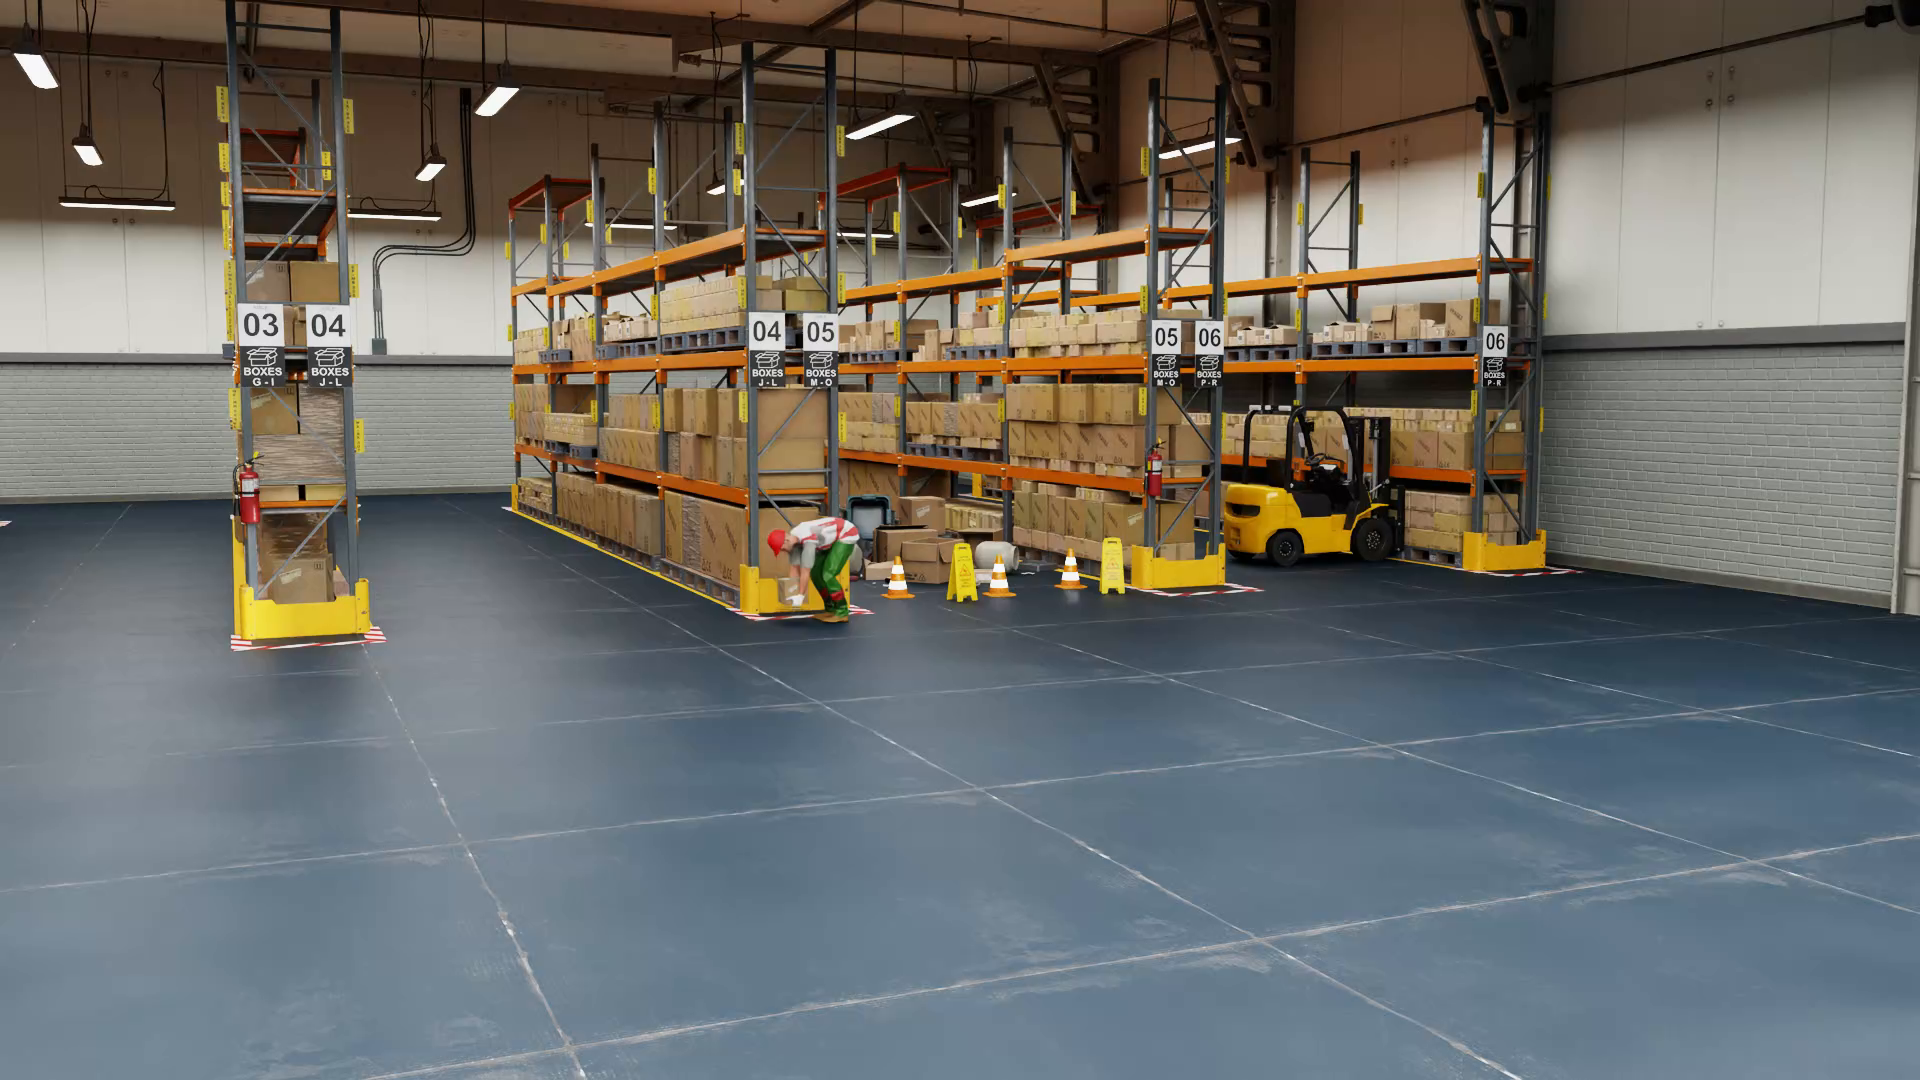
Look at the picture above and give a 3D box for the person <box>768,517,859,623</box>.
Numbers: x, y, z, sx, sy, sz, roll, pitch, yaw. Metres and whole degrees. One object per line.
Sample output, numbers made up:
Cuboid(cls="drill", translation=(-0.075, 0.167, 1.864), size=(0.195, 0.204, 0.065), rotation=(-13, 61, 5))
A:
Cuboid(cls="person", translation=(-1.508, 0.312, 17.056), size=(0.964, 1.072, 0.514), rotation=(-3, 6, -26))
